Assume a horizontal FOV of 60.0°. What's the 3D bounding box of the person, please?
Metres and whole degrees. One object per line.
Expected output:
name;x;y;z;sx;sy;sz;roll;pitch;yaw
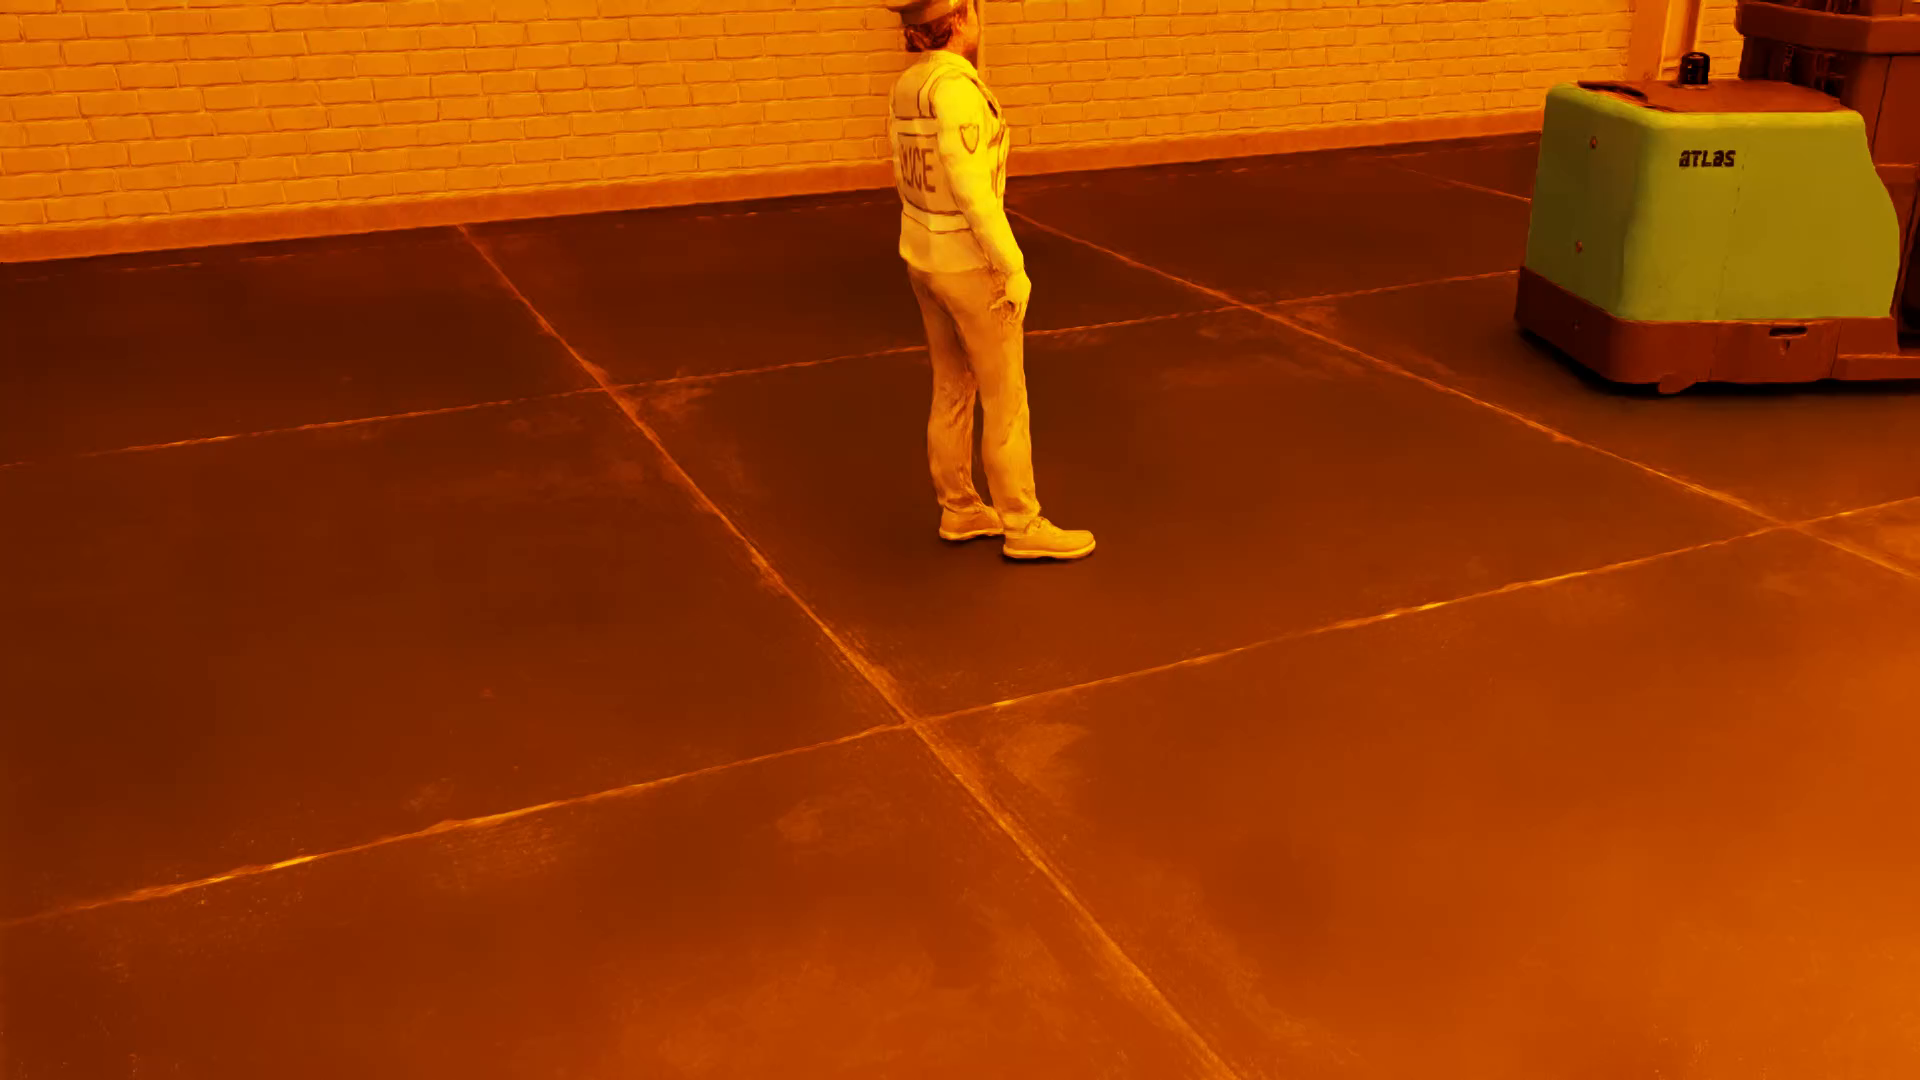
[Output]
person;0.064;-0.796;4.800;0.532;1.692;0.586;-10;25;-23

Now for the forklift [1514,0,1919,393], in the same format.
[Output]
forklift;3.956;-2.133;6.421;3.031;2.935;1.130;-2;23;-5
